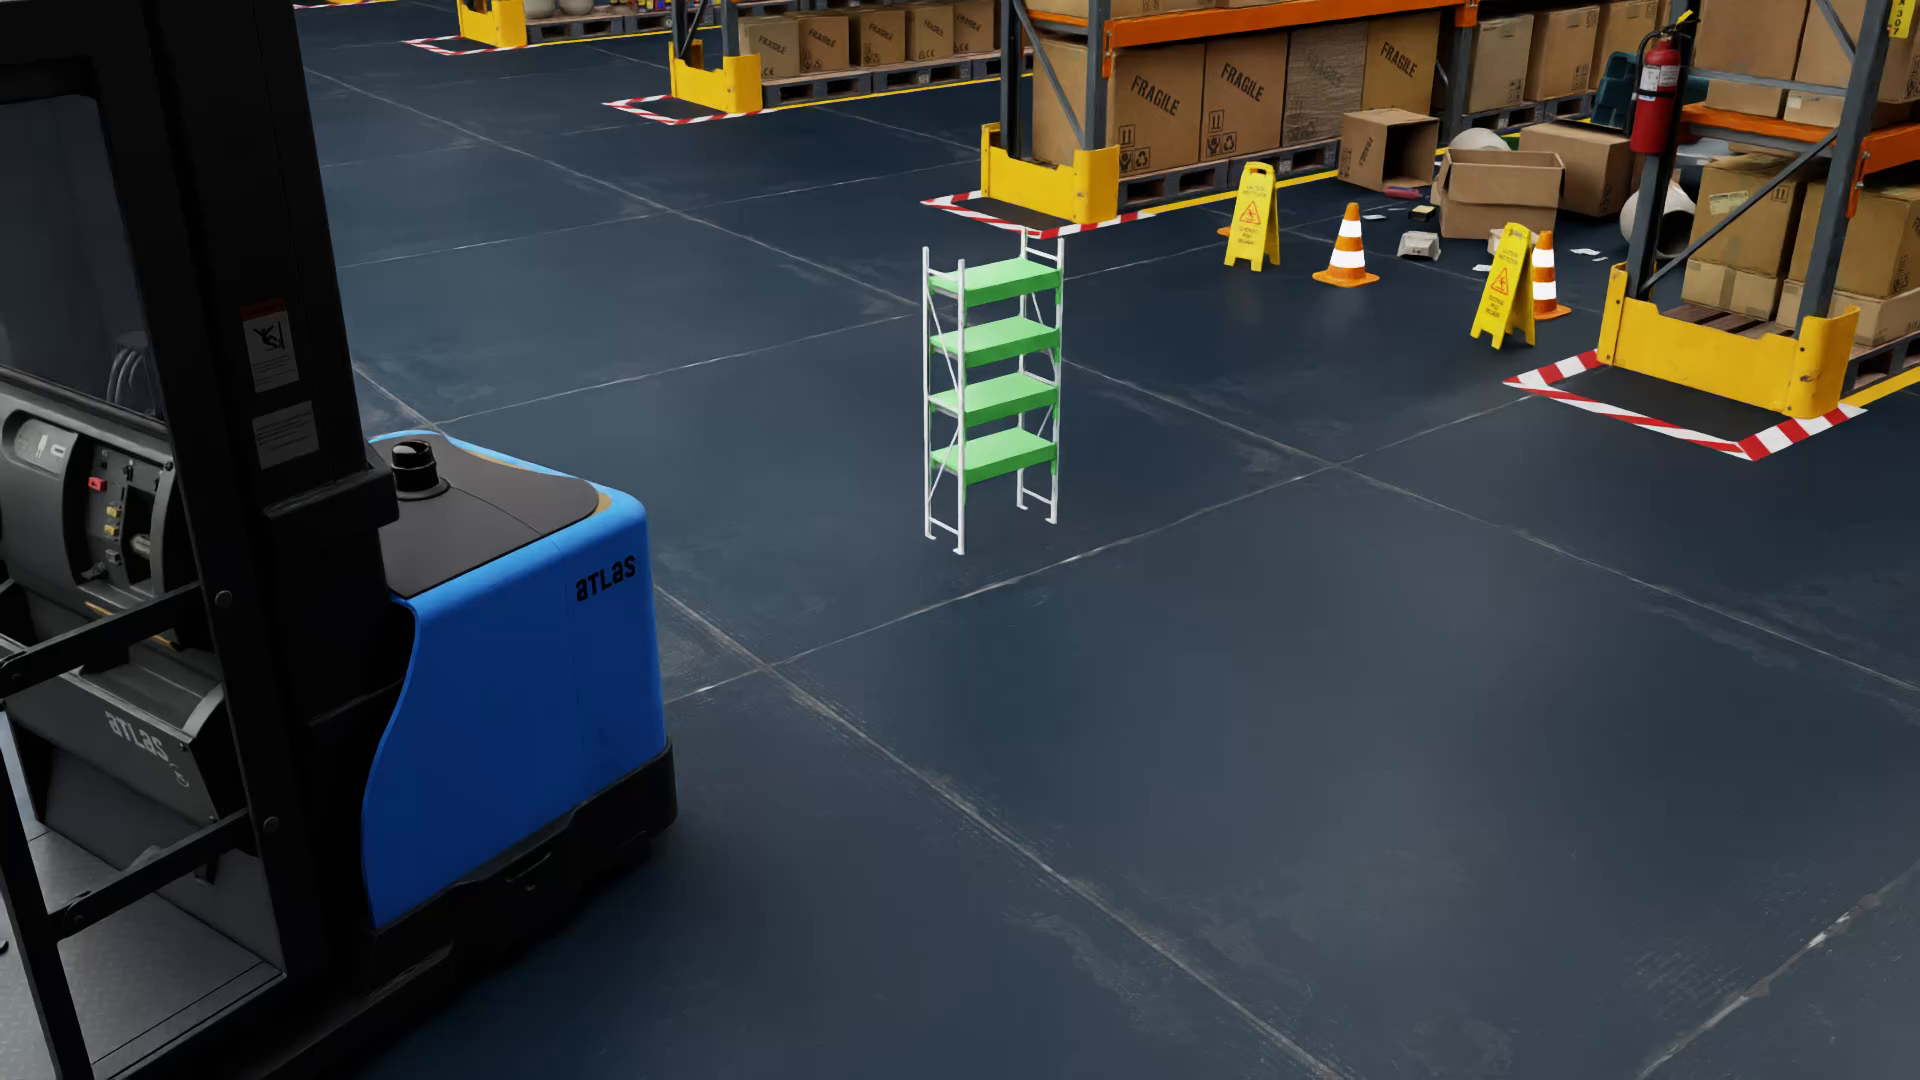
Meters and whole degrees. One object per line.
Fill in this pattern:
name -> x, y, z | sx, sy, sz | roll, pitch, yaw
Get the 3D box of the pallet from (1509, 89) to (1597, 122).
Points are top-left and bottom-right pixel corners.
pallet -> 5.313, -4.079, 15.288 | 1.213, 0.211, 1.003 | -18, 31, -34

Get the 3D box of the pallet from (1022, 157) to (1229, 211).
pallet -> 1.225, -2.729, 12.380 | 1.213, 0.211, 1.003 | -18, 31, -34

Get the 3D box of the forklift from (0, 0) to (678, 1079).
forklift -> -2.080, -0.077, 3.434 | 1.130, 2.935, 3.031 | 16, 30, 31

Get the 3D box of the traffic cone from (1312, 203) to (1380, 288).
traffic cone -> 2.368, -1.815, 10.111 | 0.334, 0.463, 0.336 | -18, 31, -34

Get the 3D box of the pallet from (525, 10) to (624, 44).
pallet -> -4.720, -6.050, 19.536 | 1.213, 0.211, 1.003 | -18, 31, -34

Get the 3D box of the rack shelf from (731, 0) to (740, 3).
rack shelf -> -0.763, -5.623, 16.158 | 4.000, 0.370, 1.077 | -18, 31, -34

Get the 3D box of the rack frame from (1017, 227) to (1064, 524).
rack frame -> 0.322, -0.651, 6.727 | 0.015, 1.200, 0.240 | -18, 31, -34

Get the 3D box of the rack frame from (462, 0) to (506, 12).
rack frame -> -5.393, -7.071, 18.422 | 0.127, 3.000, 1.000 | -18, 31, -34

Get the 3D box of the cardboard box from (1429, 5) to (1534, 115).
cardboard box -> 4.225, -4.161, 14.326 | 0.750, 0.750, 1.050 | -18, 31, -34

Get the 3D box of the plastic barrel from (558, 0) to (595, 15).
plastic barrel -> -4.528, -6.459, 19.561 | 0.421, 0.512, 0.421 | 0, 25, 0

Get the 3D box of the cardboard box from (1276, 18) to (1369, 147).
cardboard box -> 2.547, -3.651, 13.078 | 0.875, 0.875, 0.875 | -18, 30, -34

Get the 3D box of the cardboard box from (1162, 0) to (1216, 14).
cardboard box -> 1.327, -4.090, 11.822 | 0.550, 0.550, 0.875 | -18, 31, -34

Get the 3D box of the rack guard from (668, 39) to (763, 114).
rack guard -> -2.277, -4.316, 15.456 | 0.348, 0.500, 1.175 | -18, 31, -34

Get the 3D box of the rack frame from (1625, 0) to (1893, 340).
rack frame -> 3.778, -2.147, 7.813 | 0.127, 3.000, 1.000 | -18, 31, -34

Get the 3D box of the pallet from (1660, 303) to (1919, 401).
pallet -> 4.499, -1.101, 8.872 | 1.213, 0.211, 1.003 | -18, 31, -34

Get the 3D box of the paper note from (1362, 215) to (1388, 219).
paper note -> 2.893, -2.247, 11.558 | 0.142, 0.017, 0.144 | -8, 26, -16

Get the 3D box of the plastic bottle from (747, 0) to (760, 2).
plastic bottle -> -2.575, -6.845, 20.560 | 0.185, 0.351, 0.144 | -19, 31, -35

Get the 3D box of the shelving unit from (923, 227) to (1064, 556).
shelving unit -> 0.130, -0.587, 6.590 | 0.503, 1.200, 0.258 | -18, 31, -34

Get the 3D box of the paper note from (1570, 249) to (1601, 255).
paper note -> 4.055, -1.871, 10.759 | 0.142, 0.019, 0.148 | -8, 26, -16

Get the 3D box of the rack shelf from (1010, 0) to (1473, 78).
rack shelf -> 2.218, -3.954, 12.561 | 4.000, 0.370, 1.077 | -18, 31, -34

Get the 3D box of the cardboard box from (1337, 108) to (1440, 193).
cardboard box -> 3.203, -2.924, 12.453 | 0.500, 0.500, 0.500 | -13, 28, -25

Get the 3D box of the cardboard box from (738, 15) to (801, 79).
cardboard box -> -1.835, -4.643, 15.662 | 0.500, 0.500, 0.500 | -12, 28, -25

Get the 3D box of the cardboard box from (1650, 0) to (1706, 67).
cardboard box -> 6.405, -4.880, 15.876 | 0.750, 0.750, 1.050 | -19, 31, -35

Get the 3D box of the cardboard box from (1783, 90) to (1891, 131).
cardboard box -> 4.173, -2.053, 7.908 | 0.250, 0.149, 0.380 | -18, 30, -34

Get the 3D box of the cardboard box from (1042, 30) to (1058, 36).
cardboard box -> 1.307, -5.687, 17.888 | 0.500, 0.500, 0.700 | -21, 32, -38

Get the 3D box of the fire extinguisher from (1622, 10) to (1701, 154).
fire extinguisher -> 3.404, -2.235, 8.094 | 0.183, 0.674, 0.296 | -18, 31, -34

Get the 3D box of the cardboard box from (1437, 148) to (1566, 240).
cardboard box -> 3.598, -2.310, 11.129 | 0.797, 0.503, 0.637 | 5, 25, 11

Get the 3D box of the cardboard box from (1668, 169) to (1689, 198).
cardboard box -> 4.960, -2.445, 11.704 | 0.258, 0.266, 0.396 | 5, 25, 11

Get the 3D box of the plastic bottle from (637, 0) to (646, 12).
plastic bottle -> -3.774, -6.400, 19.696 | 0.097, 0.271, 0.097 | 0, 25, 0

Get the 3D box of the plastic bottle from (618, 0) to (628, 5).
plastic bottle -> -4.138, -6.697, 20.321 | 0.133, 0.283, 0.061 | -17, 30, -33

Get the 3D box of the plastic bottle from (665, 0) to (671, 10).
plastic bottle -> -3.505, -6.490, 19.888 | 0.097, 0.271, 0.097 | 0, 25, 0

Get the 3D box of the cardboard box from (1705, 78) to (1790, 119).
cardboard box -> 3.940, -2.201, 8.228 | 0.250, 0.149, 0.380 | -17, 30, -32

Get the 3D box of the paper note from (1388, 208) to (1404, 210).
paper note -> 3.092, -2.346, 11.793 | 0.123, 0.001, 0.032 | -3, 25, -7

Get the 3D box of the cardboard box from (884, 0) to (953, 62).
cardboard box -> -0.415, -5.096, 16.639 | 0.500, 0.500, 0.500 | -22, 33, -38

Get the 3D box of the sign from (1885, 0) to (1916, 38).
sign -> 4.113, -2.360, 7.244 | 0.005, 0.325, 0.100 | -18, 31, -34

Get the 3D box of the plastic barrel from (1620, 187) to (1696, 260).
plastic barrel -> 4.469, -2.017, 10.592 | 0.421, 0.421, 0.512 | 1, 25, 2

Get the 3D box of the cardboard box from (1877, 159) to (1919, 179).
cardboard box -> 5.011, -1.692, 8.709 | 0.500, 0.500, 0.500 | -20, 31, -36

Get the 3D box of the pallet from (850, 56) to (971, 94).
pallet -> -0.657, -4.699, 16.625 | 1.213, 0.211, 1.003 | -18, 31, -34

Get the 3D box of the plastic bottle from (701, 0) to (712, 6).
plastic bottle -> -3.110, -6.636, 20.199 | 0.135, 0.276, 0.152 | -18, 30, -33

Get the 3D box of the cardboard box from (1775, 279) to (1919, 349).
cardboard box -> 4.583, -1.208, 8.558 | 0.500, 0.250, 0.500 | -19, 31, -34

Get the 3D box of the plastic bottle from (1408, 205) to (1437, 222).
plastic bottle -> 3.236, -2.288, 11.606 | 0.133, 0.061, 0.283 | 15, 29, 29

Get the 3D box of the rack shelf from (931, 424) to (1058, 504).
rack shelf -> 0.130, -0.312, 6.718 | 0.480, 0.148, 0.258 | -18, 31, -34
